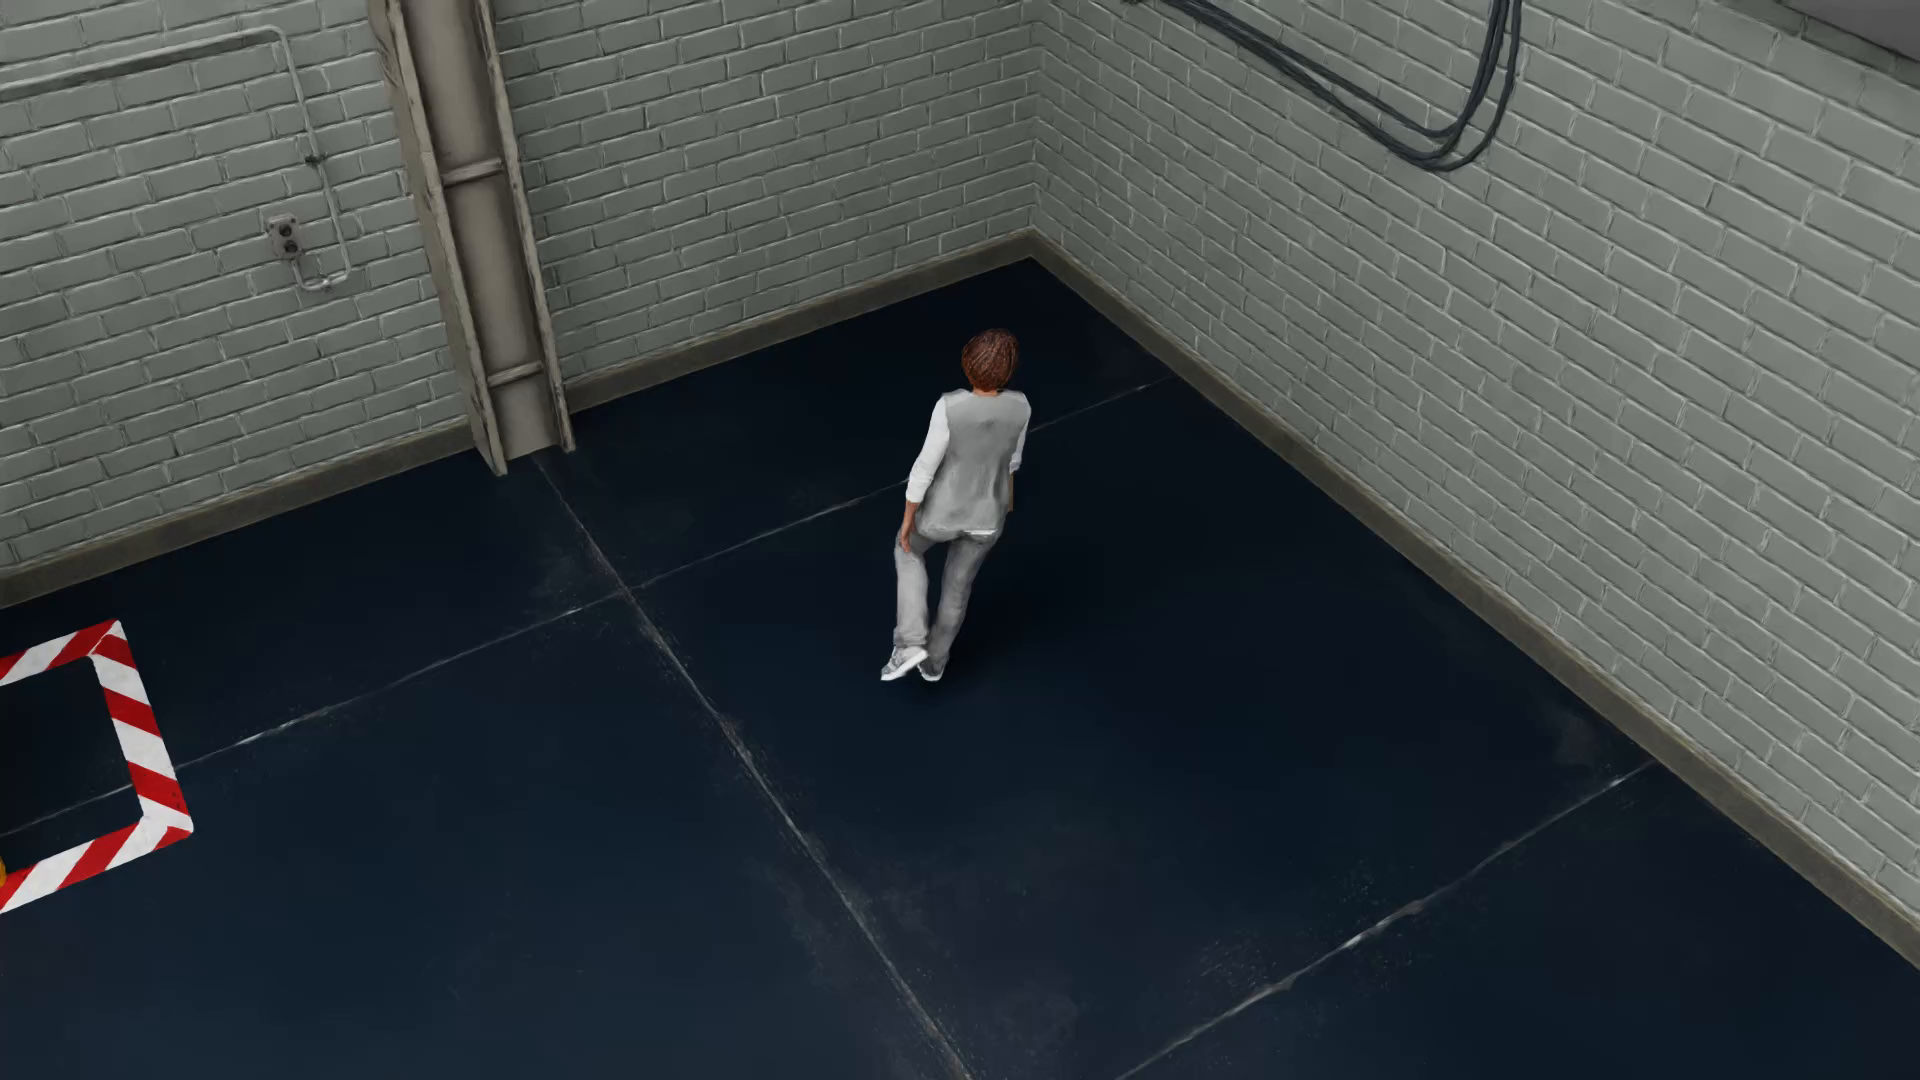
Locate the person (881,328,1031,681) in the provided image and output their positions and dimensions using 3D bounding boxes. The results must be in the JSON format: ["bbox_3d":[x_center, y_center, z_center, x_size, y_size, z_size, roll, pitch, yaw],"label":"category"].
[{"bbox_3d":[-0.043,-0.086,6.262,0.612,1.557,0.449,-9,42,-10],"label":"person"}]
